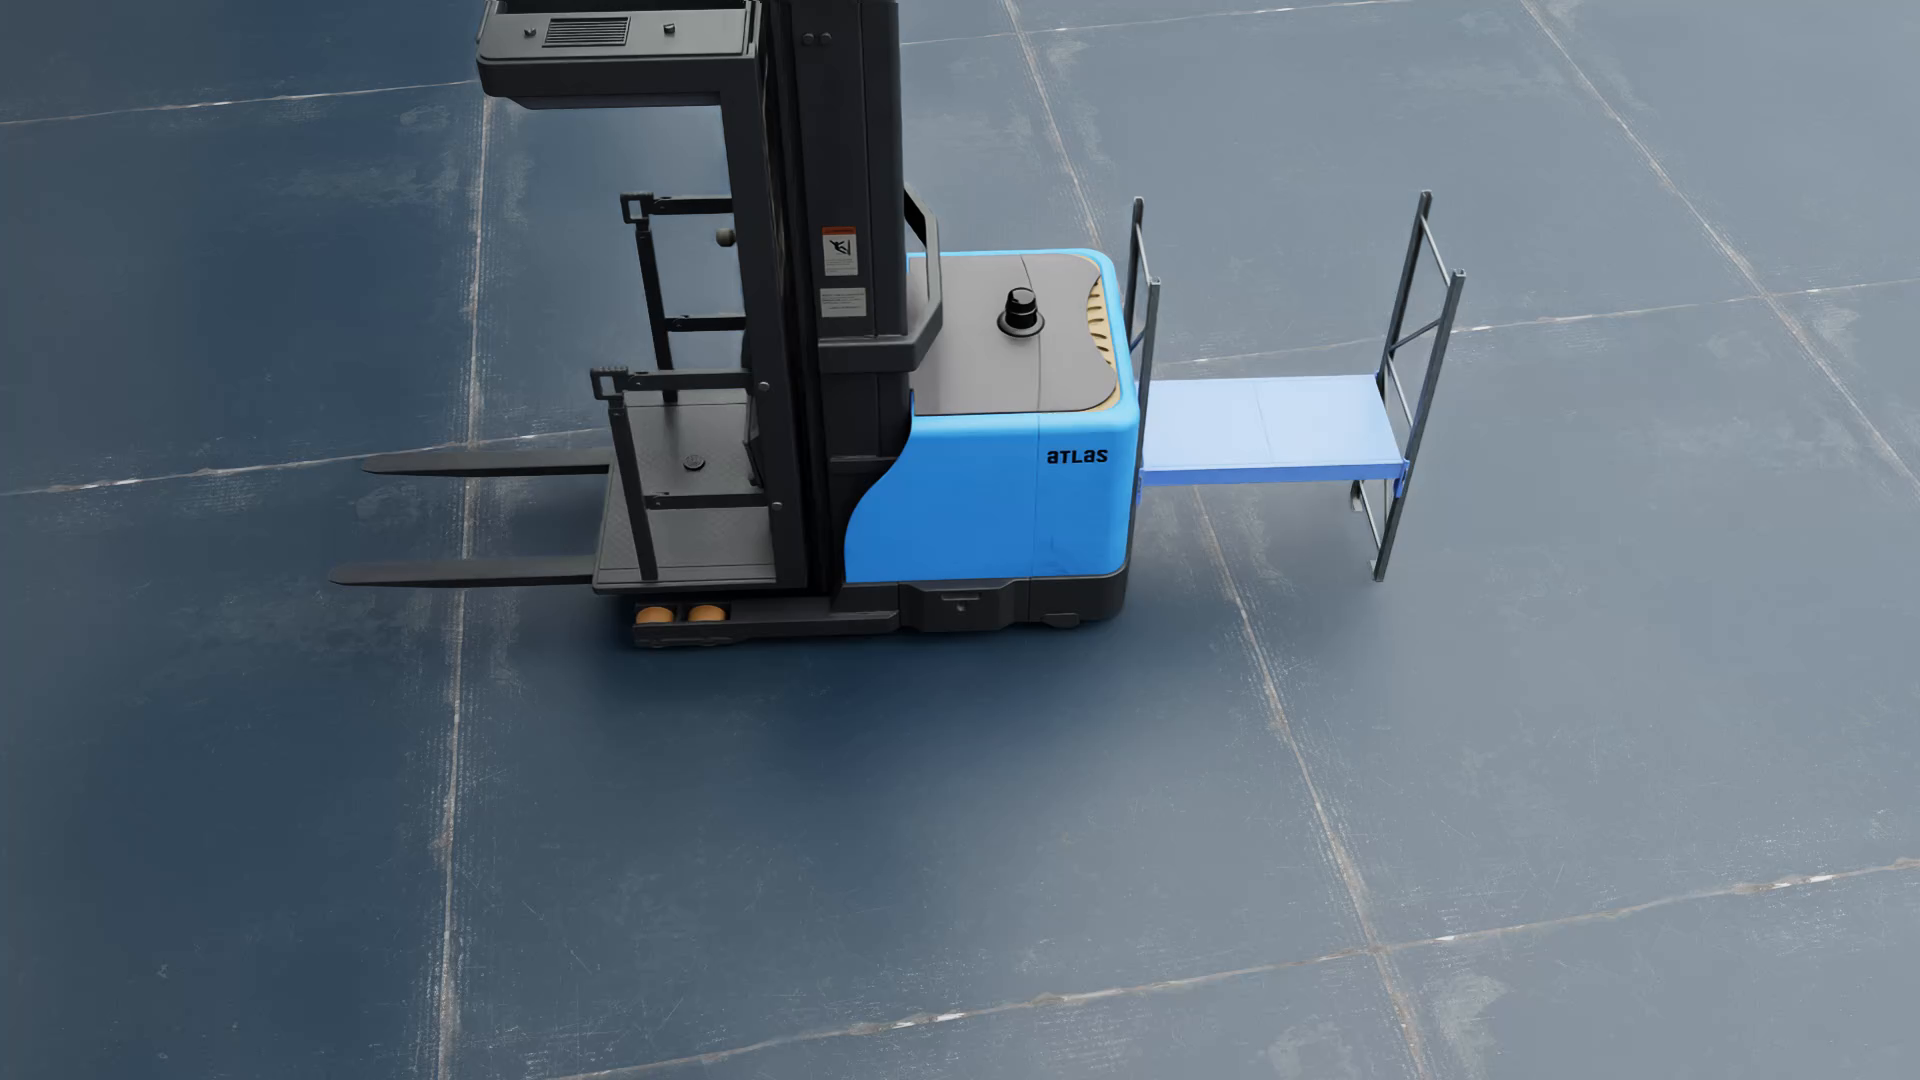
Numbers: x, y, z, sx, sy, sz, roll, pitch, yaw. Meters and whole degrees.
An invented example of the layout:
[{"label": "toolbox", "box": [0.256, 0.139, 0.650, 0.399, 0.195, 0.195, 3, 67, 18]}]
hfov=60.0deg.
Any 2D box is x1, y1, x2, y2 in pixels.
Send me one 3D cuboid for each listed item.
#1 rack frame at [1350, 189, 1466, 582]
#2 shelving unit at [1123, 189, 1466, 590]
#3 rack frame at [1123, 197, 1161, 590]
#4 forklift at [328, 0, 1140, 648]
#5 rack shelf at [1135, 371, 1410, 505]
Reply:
[{"label": "rack frame", "box": [1.652, -0.534, 6.223, 0.032, 1.500, 0.500, -2, 46, -2]}, {"label": "shelving unit", "box": [1.144, -0.518, 6.208, 1.048, 1.500, 0.538, -2, 46, -2]}, {"label": "rack frame", "box": [0.636, -0.502, 6.193, 0.032, 1.500, 0.500, -2, 46, -2]}, {"label": "forklift", "box": [-0.897, -0.996, 5.675, 3.031, 2.935, 1.130, -2, 46, -2]}, {"label": "rack shelf", "box": [1.144, -0.394, 6.337, 1.000, 0.185, 0.538, -2, 46, -2]}]
